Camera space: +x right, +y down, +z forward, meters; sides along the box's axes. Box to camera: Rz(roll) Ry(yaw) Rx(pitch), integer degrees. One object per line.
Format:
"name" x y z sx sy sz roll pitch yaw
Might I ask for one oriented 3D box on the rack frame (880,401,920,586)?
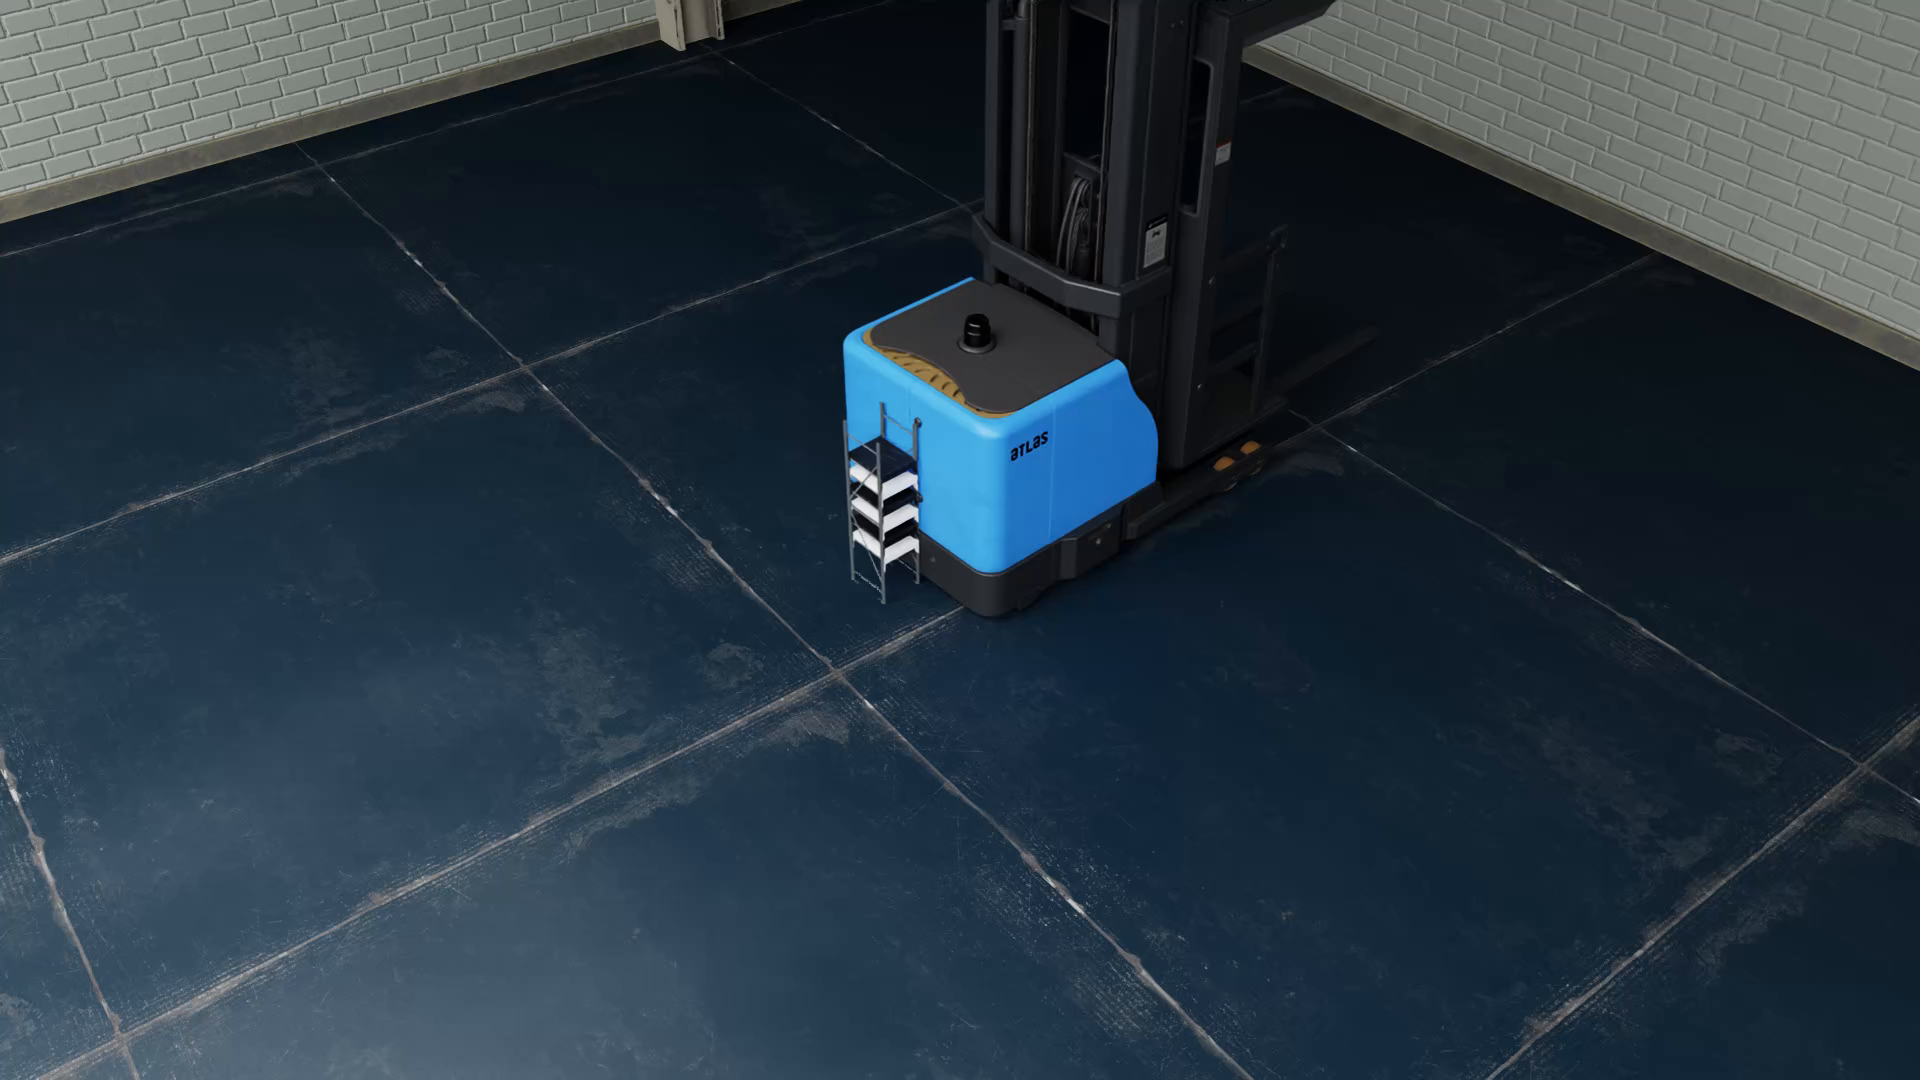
"rack frame" -0.266 -0.196 7.412 0.006 0.900 0.240 -30 48 -31

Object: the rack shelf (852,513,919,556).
"rack shelf" -0.342 -0.057 7.438 0.200 0.077 0.258 -30 48 -31

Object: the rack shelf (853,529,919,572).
"rack shelf" -0.342 0.012 7.495 0.200 0.077 0.258 -30 48 -31

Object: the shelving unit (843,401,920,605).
"shelving unit" -0.342 -0.153 7.360 0.210 0.900 0.258 -30 48 -31

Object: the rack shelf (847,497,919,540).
"rack shelf" -0.342 -0.127 7.381 0.200 0.077 0.258 -30 48 -31

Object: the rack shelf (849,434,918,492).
"rack shelf" -0.342 -0.336 7.210 0.200 0.077 0.258 -30 48 -31

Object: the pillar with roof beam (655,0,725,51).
"pillar with roof beam" 0.615 -5.079 6.980 0.400 9.000 9.100 -26 46 -28

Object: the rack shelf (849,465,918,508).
"rack shelf" -0.342 -0.266 7.267 0.200 0.077 0.258 -30 48 -31

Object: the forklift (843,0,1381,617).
"forklift" 0.904 -1.599 7.522 3.031 2.935 1.130 -30 48 -31

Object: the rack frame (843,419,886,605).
"rack frame" -0.417 -0.110 7.307 0.006 0.900 0.240 -30 48 -31

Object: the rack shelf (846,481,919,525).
"rack shelf" -0.342 -0.196 7.324 0.200 0.077 0.258 -30 48 -31
